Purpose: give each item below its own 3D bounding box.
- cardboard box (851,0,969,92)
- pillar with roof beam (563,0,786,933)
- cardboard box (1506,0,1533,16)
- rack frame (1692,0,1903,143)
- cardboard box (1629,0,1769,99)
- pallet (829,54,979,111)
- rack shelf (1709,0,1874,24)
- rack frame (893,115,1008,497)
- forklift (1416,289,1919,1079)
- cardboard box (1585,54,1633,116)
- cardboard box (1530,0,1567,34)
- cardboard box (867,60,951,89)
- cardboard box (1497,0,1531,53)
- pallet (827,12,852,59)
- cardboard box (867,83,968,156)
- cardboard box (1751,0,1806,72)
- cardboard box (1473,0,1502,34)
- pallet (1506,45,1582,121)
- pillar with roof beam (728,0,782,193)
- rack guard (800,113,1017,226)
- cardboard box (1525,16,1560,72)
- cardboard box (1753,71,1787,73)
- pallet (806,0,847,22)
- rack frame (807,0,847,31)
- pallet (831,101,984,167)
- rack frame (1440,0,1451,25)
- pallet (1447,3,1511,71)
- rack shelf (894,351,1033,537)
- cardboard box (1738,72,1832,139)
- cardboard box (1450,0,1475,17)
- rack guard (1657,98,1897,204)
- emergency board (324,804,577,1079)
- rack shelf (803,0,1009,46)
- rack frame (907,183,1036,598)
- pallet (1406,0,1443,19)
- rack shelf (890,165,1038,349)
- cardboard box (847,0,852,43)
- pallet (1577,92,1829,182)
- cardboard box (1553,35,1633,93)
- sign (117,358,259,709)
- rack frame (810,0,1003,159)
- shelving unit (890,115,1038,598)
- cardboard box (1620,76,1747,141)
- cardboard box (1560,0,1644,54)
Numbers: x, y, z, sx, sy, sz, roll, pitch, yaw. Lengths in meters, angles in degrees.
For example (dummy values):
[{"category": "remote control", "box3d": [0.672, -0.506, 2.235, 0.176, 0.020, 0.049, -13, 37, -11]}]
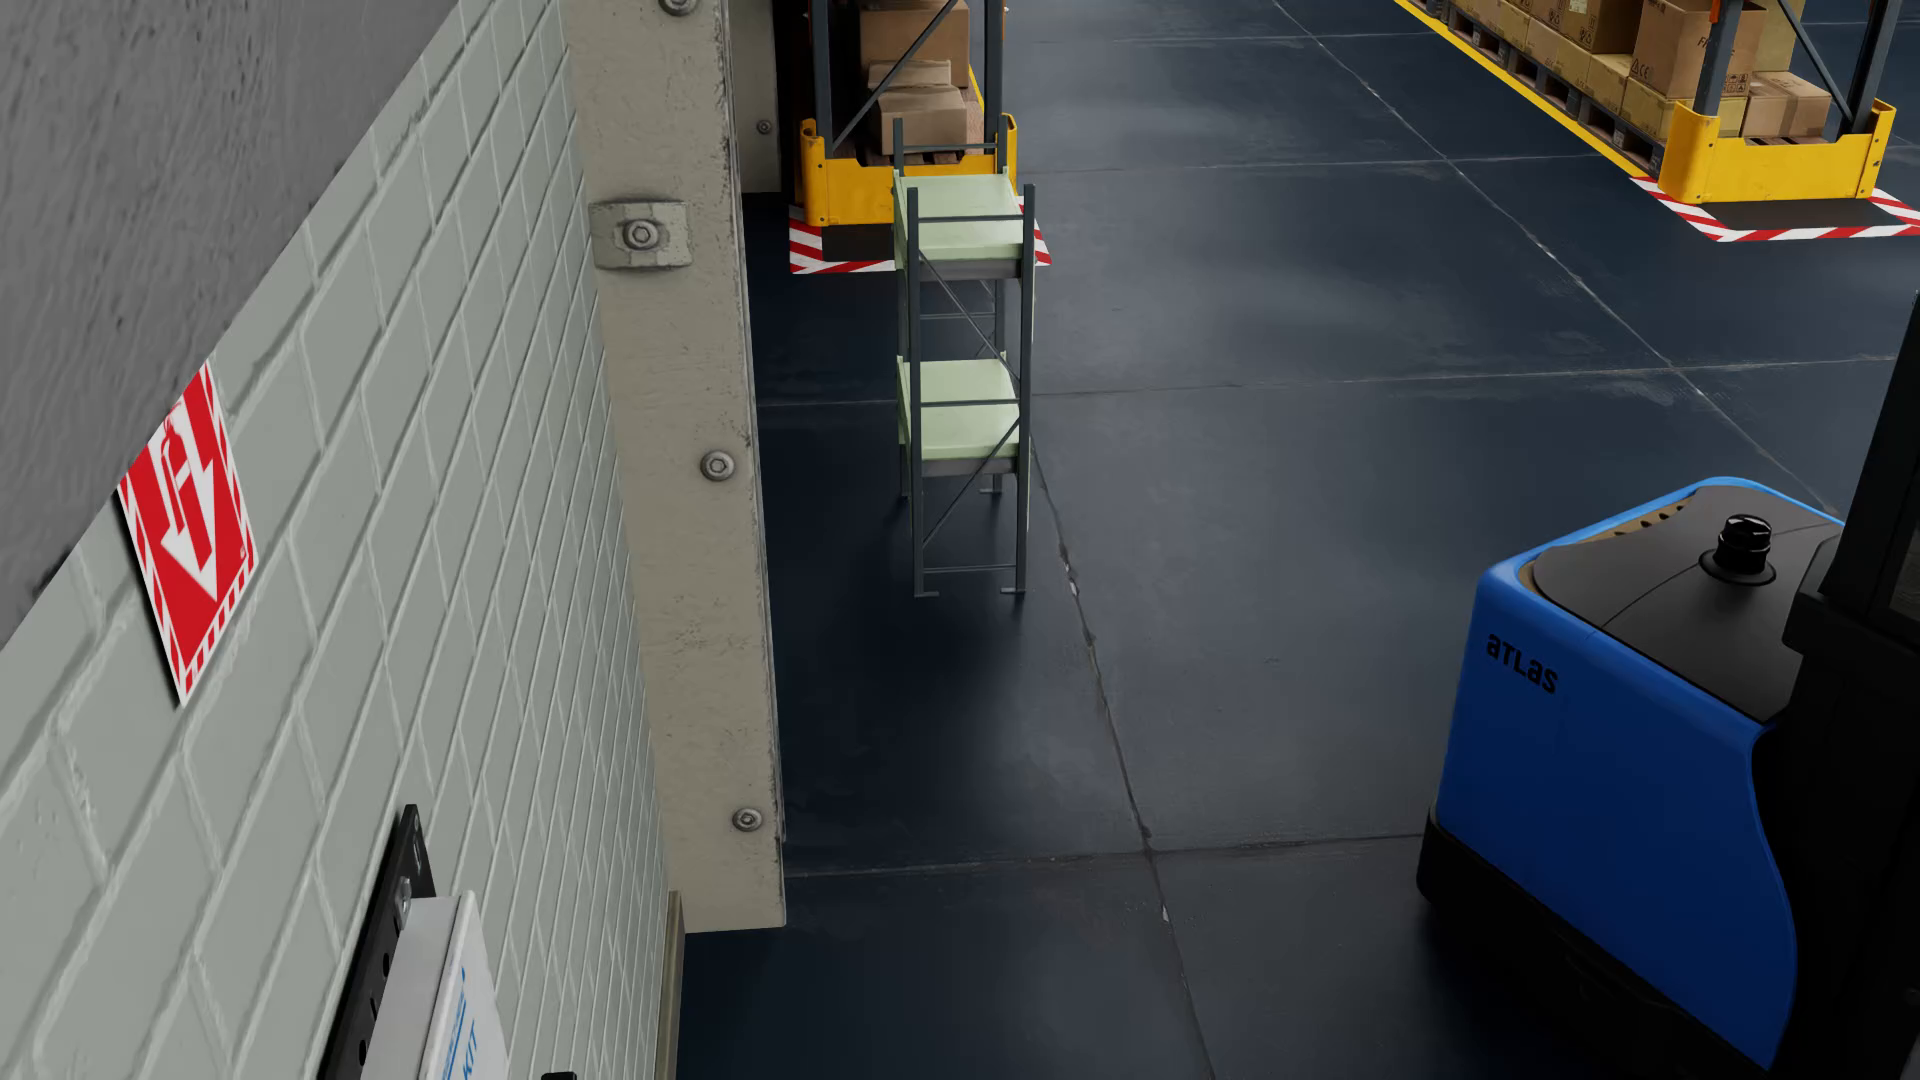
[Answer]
[{"category": "cardboard box", "box3d": [-0.324, -3.225, 10.733, 0.700, 0.500, 0.500, -5, 31, -8]}, {"category": "pillar with roof beam", "box3d": [3.643, -3.118, 2.695, 9.100, 9.000, 0.400, -3, 31, -5]}, {"category": "cardboard box", "box3d": [4.106, -3.925, 11.436, 0.500, 0.500, 0.500, -3, 31, -5]}, {"category": "rack frame", "box3d": [4.655, -3.323, 8.889, 1.000, 3.000, 0.127, -3, 31, -5]}, {"category": "cardboard box", "box3d": [4.308, -2.905, 9.728, 0.500, 0.500, 0.500, -3, 31, -5]}, {"category": "pallet", "box3d": [-0.436, -2.964, 11.006, 1.003, 0.211, 1.213, -3, 31, -5]}, {"category": "rack shelf", "box3d": [4.468, -4.036, 10.783, 1.077, 0.370, 4.000, -3, 31, -5]}, {"category": "rack frame", "box3d": [-0.034, -0.827, 6.173, 0.400, 1.500, 0.023, -3, 31, -5]}, {"category": "forklift", "box3d": [2.459, 0.241, 2.989, 1.130, 2.935, 3.031, -18, 35, -27]}, {"category": "cardboard box", "box3d": [4.252, -2.837, 10.347, 0.500, 0.250, 0.500, -3, 31, -5]}, {"category": "cardboard box", "box3d": [4.155, -3.670, 11.009, 0.500, 0.500, 0.500, -3, 31, -5]}, {"category": "cardboard box", "box3d": [-0.305, -2.767, 10.151, 0.500, 0.311, 0.500, 0, 31, 0]}, {"category": "cardboard box", "box3d": [4.106, -3.603, 11.629, 0.500, 0.250, 0.500, -3, 31, -5]}, {"category": "pallet", "box3d": [-0.553, -3.588, 12.051, 1.003, 0.211, 1.213, -3, 31, -5]}, {"category": "cardboard box", "box3d": [-0.252, -2.476, 9.663, 0.500, 0.311, 0.500, -6, 31, -10]}, {"category": "cardboard box", "box3d": [4.777, -3.185, 10.197, 0.500, 0.500, 0.500, -3, 31, -5]}, {"category": "cardboard box", "box3d": [4.064, -3.859, 12.057, 0.500, 0.250, 0.500, -3, 31, -5]}, {"category": "pallet", "box3d": [4.431, -3.136, 11.294, 1.003, 0.211, 1.213, -3, 31, -5]}, {"category": "pillar with roof beam", "box3d": [3.082, -6.182, 7.824, 9.100, 9.000, 0.400, -3, 31, -5]}, {"category": "rack guard", "box3d": [-0.284, -2.050, 9.194, 1.175, 0.500, 0.348, -3, 31, -5]}, {"category": "cardboard box", "box3d": [4.158, -3.348, 11.202, 0.500, 0.250, 0.500, -3, 31, -5]}, {"category": "cardboard box", "box3d": [4.776, -2.863, 10.389, 0.500, 0.250, 0.500, -3, 31, -5]}, {"category": "pallet", "box3d": [-0.725, -4.327, 13.288, 1.003, 0.211, 1.213, -3, 31, -5]}, {"category": "rack frame", "box3d": [-0.651, -5.126, 11.907, 1.000, 3.000, 0.127, -3, 31, -5]}, {"category": "pallet", "box3d": [-0.325, -2.342, 9.965, 1.003, 0.211, 1.213, -3, 31, -5]}, {"category": "rack frame", "box3d": [4.281, -5.365, 12.308, 1.000, 3.000, 0.127, -3, 31, -5]}, {"category": "pallet", "box3d": [4.313, -3.760, 12.340, 1.003, 0.211, 1.213, -3, 31, -5]}, {"category": "rack shelf", "box3d": [0.001, -0.361, 6.027, 0.431, 0.370, 0.720, -3, 31, -5]}, {"category": "cardboard box", "box3d": [4.826, -2.608, 9.962, 0.500, 0.250, 0.500, -3, 31, -5]}, {"category": "cardboard box", "box3d": [4.022, -4.114, 12.484, 0.500, 0.250, 0.500, -3, 31, -5]}, {"category": "rack guard", "box3d": [4.657, -2.238, 9.509, 1.175, 0.500, 0.348, -3, 31, -5]}, {"category": "emergency board", "box3d": [-0.450, 0.927, 1.773, 0.194, 1.169, 0.643, -3, 31, -5]}, {"category": "rack shelf", "box3d": [-0.464, -3.796, 10.382, 1.077, 0.370, 4.000, -3, 31, -5]}, {"category": "rack frame", "box3d": [0.035, -0.454, 5.547, 0.400, 1.500, 0.023, -3, 31, -5]}, {"category": "pallet", "box3d": [4.173, -4.543, 13.649, 1.003, 0.211, 1.213, -3, 31, -5]}, {"category": "rack shelf", "box3d": [0.001, -0.976, 5.660, 0.431, 0.370, 0.720, -3, 31, -5]}, {"category": "cardboard box", "box3d": [-0.514, -3.714, 11.551, 0.500, 0.500, 0.500, -5, 31, -8]}, {"category": "pallet", "box3d": [4.541, -2.515, 10.254, 1.003, 0.211, 1.213, -3, 31, -5]}, {"category": "cardboard box", "box3d": [4.203, -3.093, 10.774, 0.500, 0.250, 0.500, -3, 31, -5]}, {"category": "sign", "box3d": [-0.549, -0.059, 1.164, 0.001, 0.298, 0.199, -3, 31, -5]}, {"category": "rack frame", "box3d": [-0.277, -3.084, 8.488, 1.000, 3.000, 0.127, -3, 31, -5]}, {"category": "shelving unit", "box3d": [0.001, -0.640, 5.860, 0.431, 1.500, 0.755, -3, 31, -5]}, {"category": "cardboard box", "box3d": [4.310, -2.583, 9.921, 0.500, 0.250, 0.500, -3, 31, -5]}, {"category": "cardboard box", "box3d": [4.200, -3.414, 10.582, 0.500, 0.500, 0.500, -3, 31, -5]}]
